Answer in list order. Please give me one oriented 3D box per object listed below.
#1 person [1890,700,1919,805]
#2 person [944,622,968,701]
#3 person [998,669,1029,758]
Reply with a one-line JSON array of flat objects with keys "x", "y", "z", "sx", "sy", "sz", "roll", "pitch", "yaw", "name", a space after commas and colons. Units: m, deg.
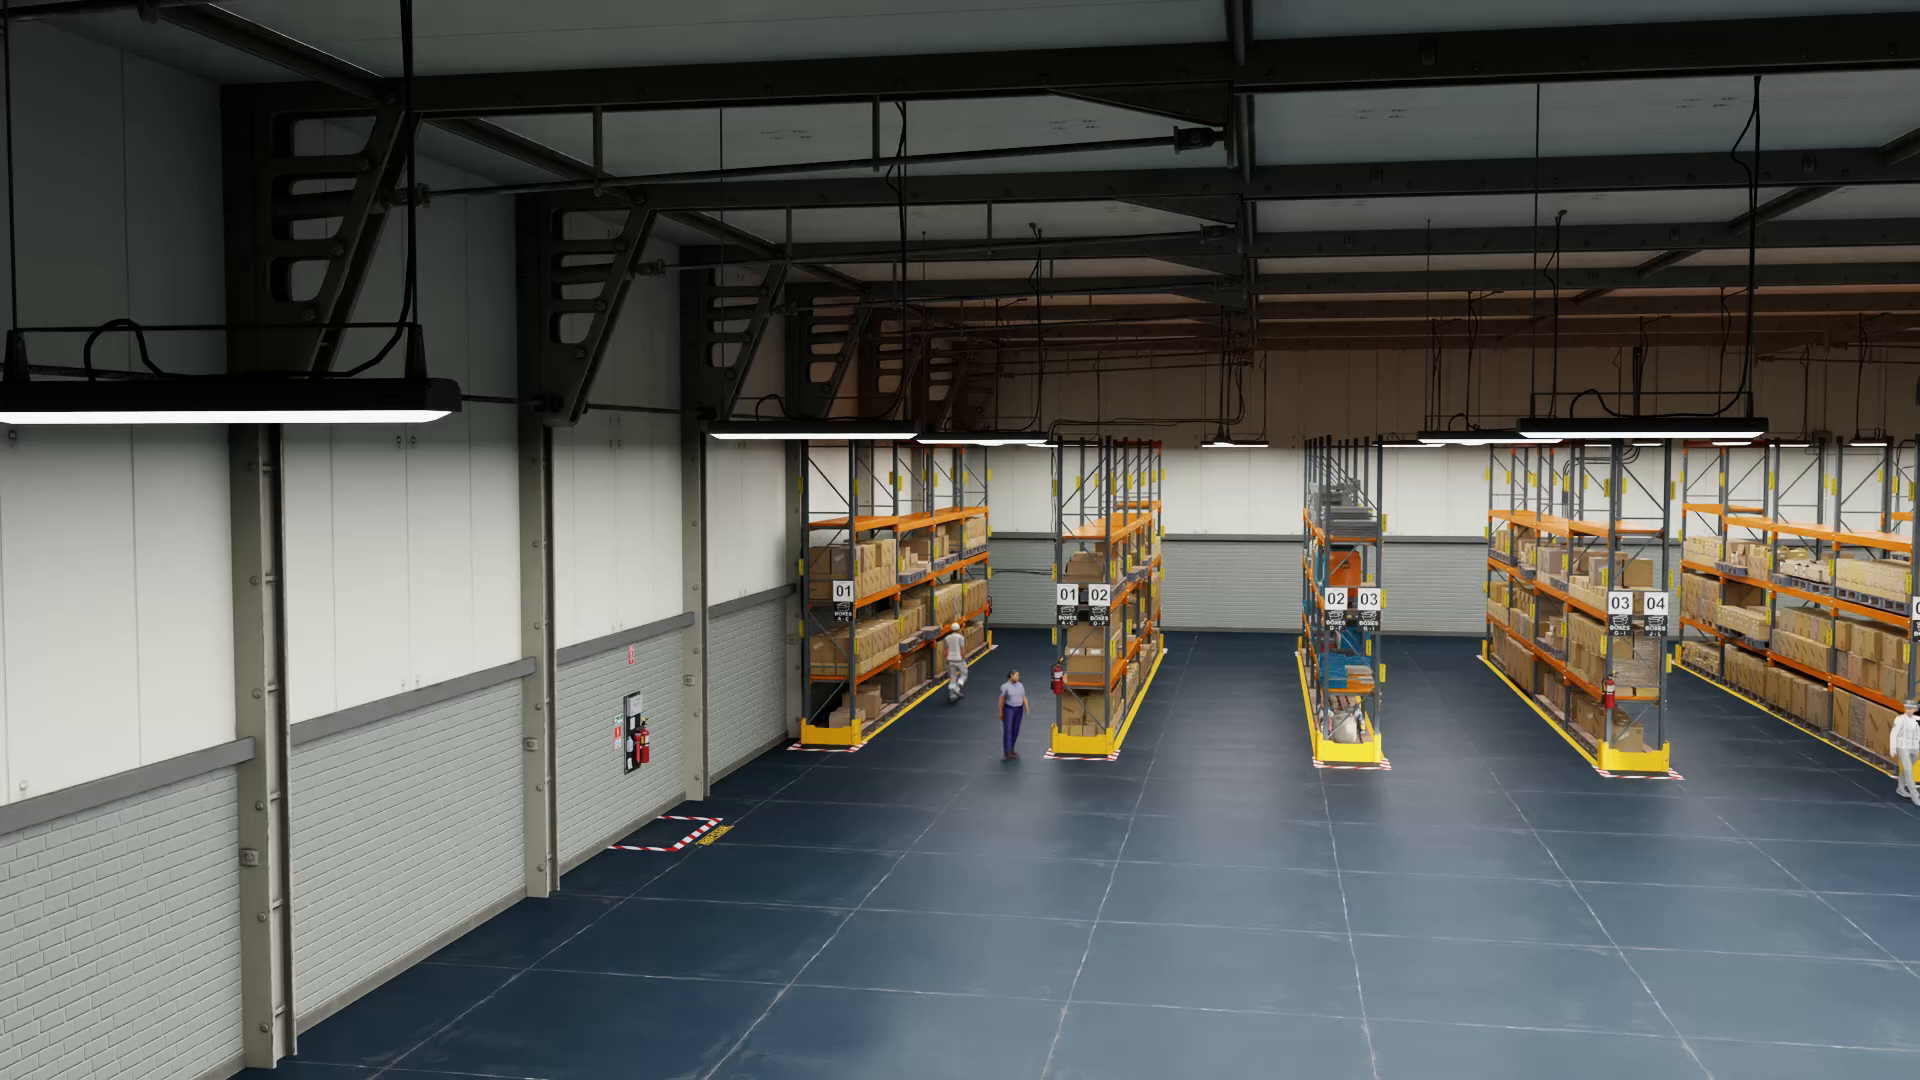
[{"x": 15.477, "y": 3.417, "z": 27.054, "sx": 0.514, "sy": 1.631, "sz": 0.889, "roll": 0, "pitch": 3, "yaw": 1, "name": "person"}, {"x": -0.115, "y": 2.772, "z": 37.949, "sx": 0.583, "sy": 1.780, "sz": 0.481, "roll": 2, "pitch": 3, "yaw": 28, "name": "person"}, {"x": 0.981, "y": 3.231, "z": 30.907, "sx": 0.650, "sy": 1.624, "sz": 0.790, "roll": -2, "pitch": 4, "yaw": -34, "name": "person"}]
